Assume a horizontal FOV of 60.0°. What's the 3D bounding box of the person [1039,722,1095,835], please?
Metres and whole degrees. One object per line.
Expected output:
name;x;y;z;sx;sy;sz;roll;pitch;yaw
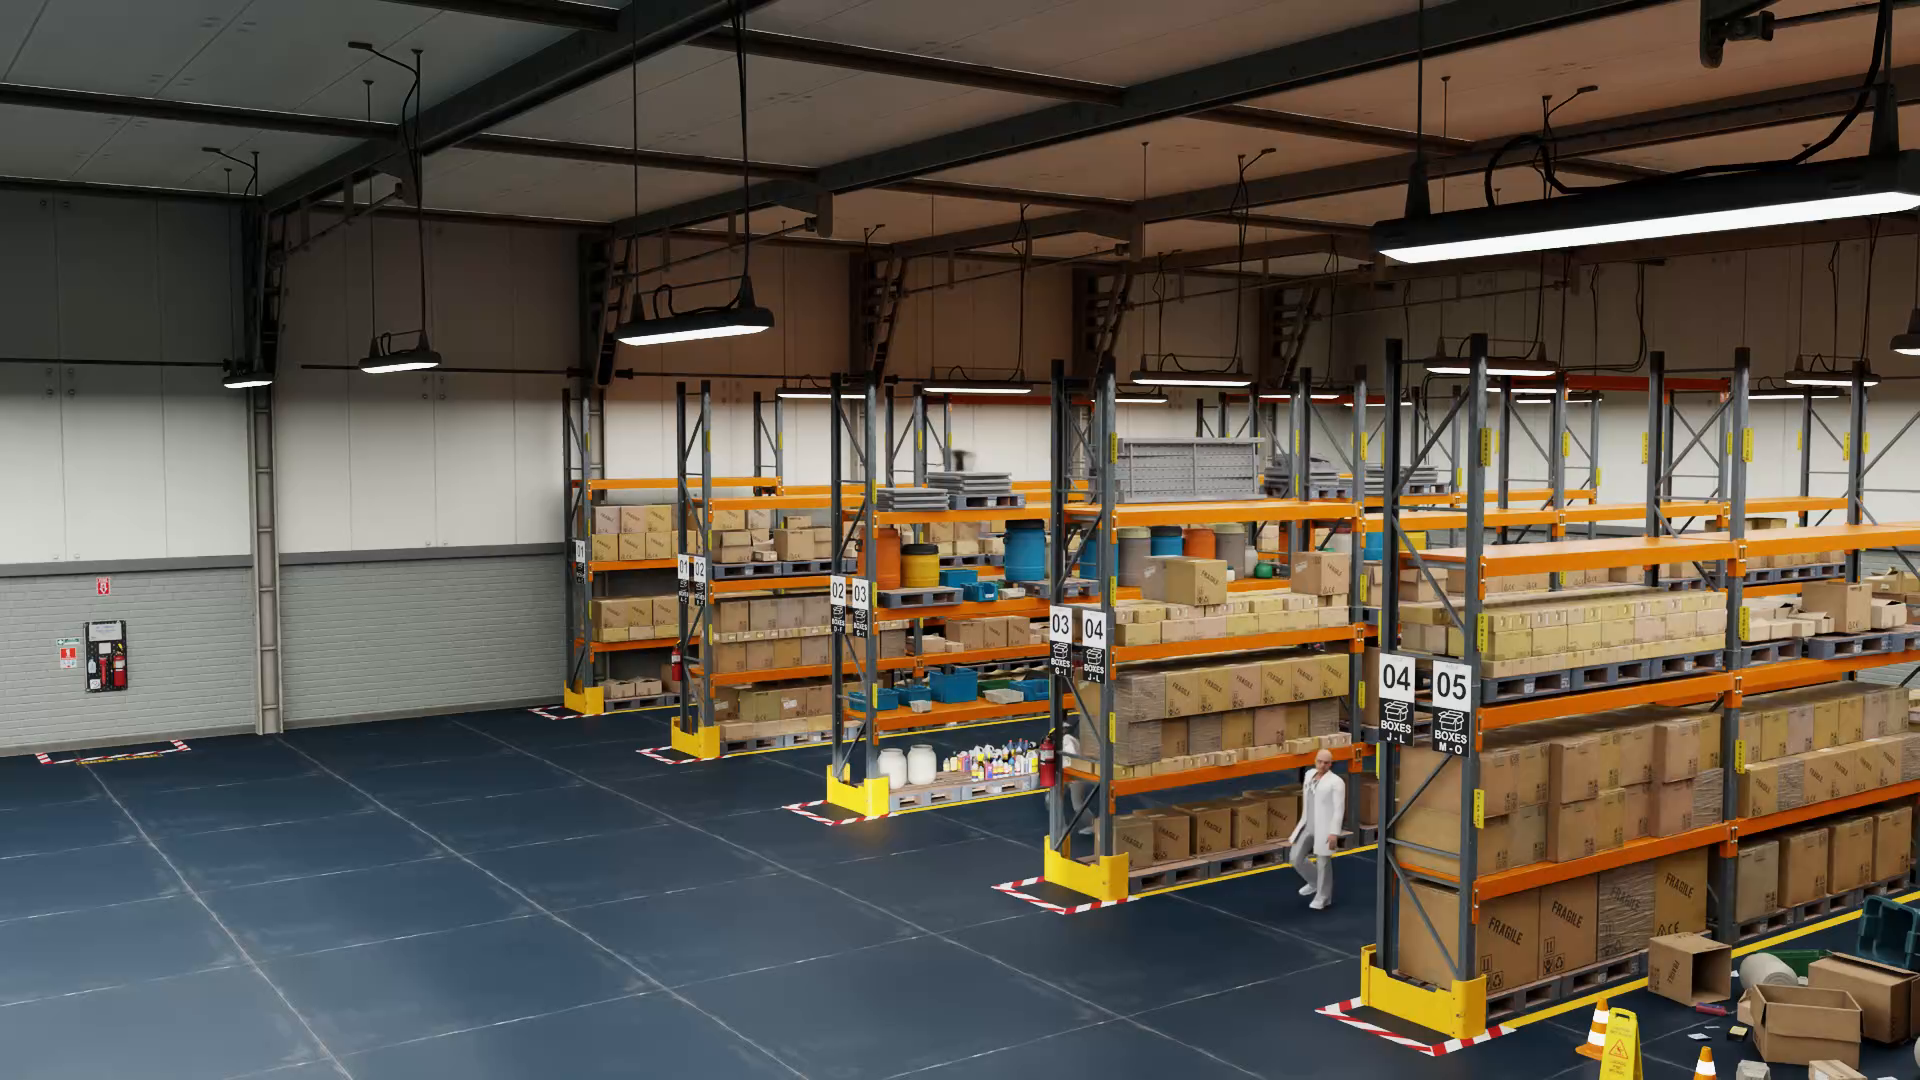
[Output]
person;1.403;3.032;20.972;0.960;1.557;0.560;-2;4;-27

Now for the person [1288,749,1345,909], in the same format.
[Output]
person;3.872;3.114;17.976;0.545;1.758;0.687;-3;5;-40
